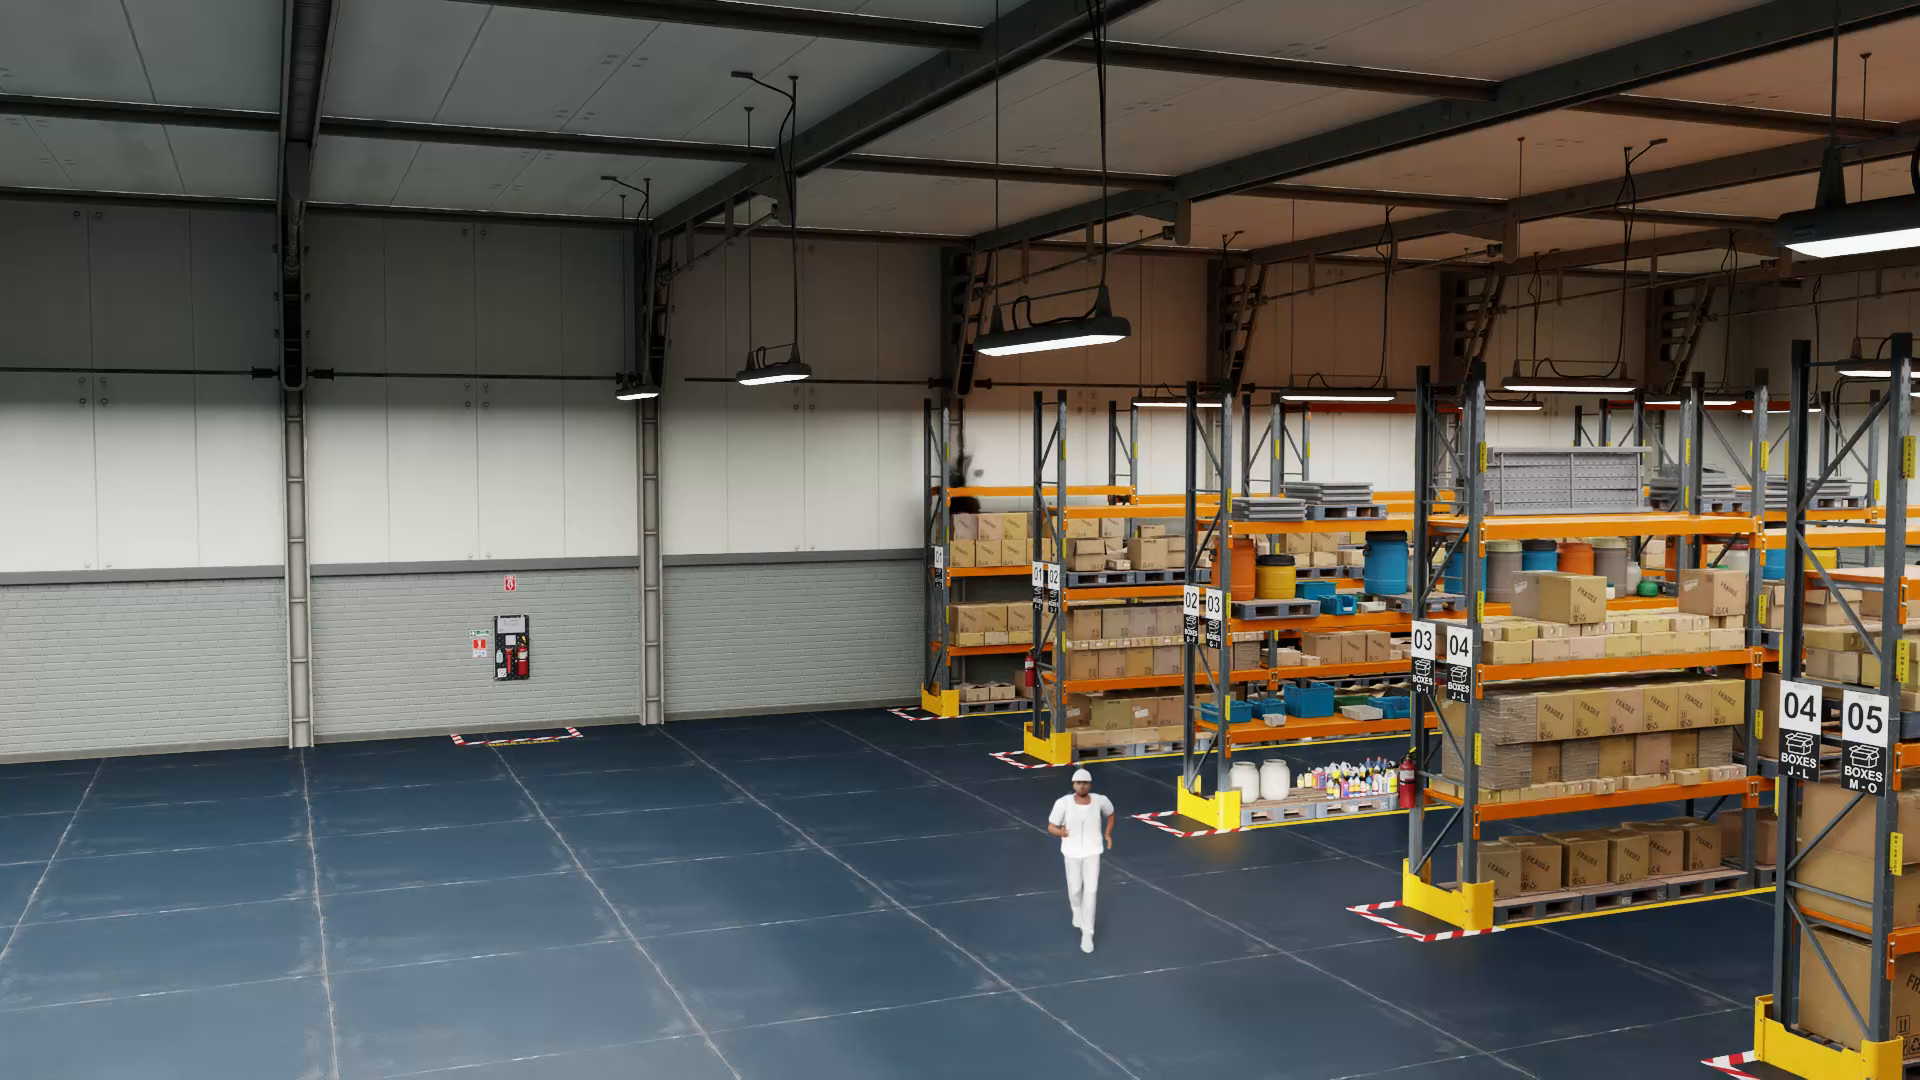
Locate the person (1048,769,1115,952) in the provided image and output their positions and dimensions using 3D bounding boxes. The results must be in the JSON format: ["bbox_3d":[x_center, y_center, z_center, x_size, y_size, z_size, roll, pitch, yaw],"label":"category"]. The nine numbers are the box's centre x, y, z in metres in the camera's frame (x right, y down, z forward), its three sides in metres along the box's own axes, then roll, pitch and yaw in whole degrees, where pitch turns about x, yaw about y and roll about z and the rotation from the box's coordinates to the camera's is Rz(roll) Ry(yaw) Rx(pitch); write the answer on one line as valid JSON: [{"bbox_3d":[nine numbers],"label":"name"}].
[{"bbox_3d":[1.254,3.242,17.161,0.695,1.770,0.962,0,3,5],"label":"person"}]

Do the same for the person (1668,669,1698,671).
[{"bbox_3d":[12.663,2.581,29.360,0.831,1.701,0.570,-2,4,-36],"label":"person"}]
